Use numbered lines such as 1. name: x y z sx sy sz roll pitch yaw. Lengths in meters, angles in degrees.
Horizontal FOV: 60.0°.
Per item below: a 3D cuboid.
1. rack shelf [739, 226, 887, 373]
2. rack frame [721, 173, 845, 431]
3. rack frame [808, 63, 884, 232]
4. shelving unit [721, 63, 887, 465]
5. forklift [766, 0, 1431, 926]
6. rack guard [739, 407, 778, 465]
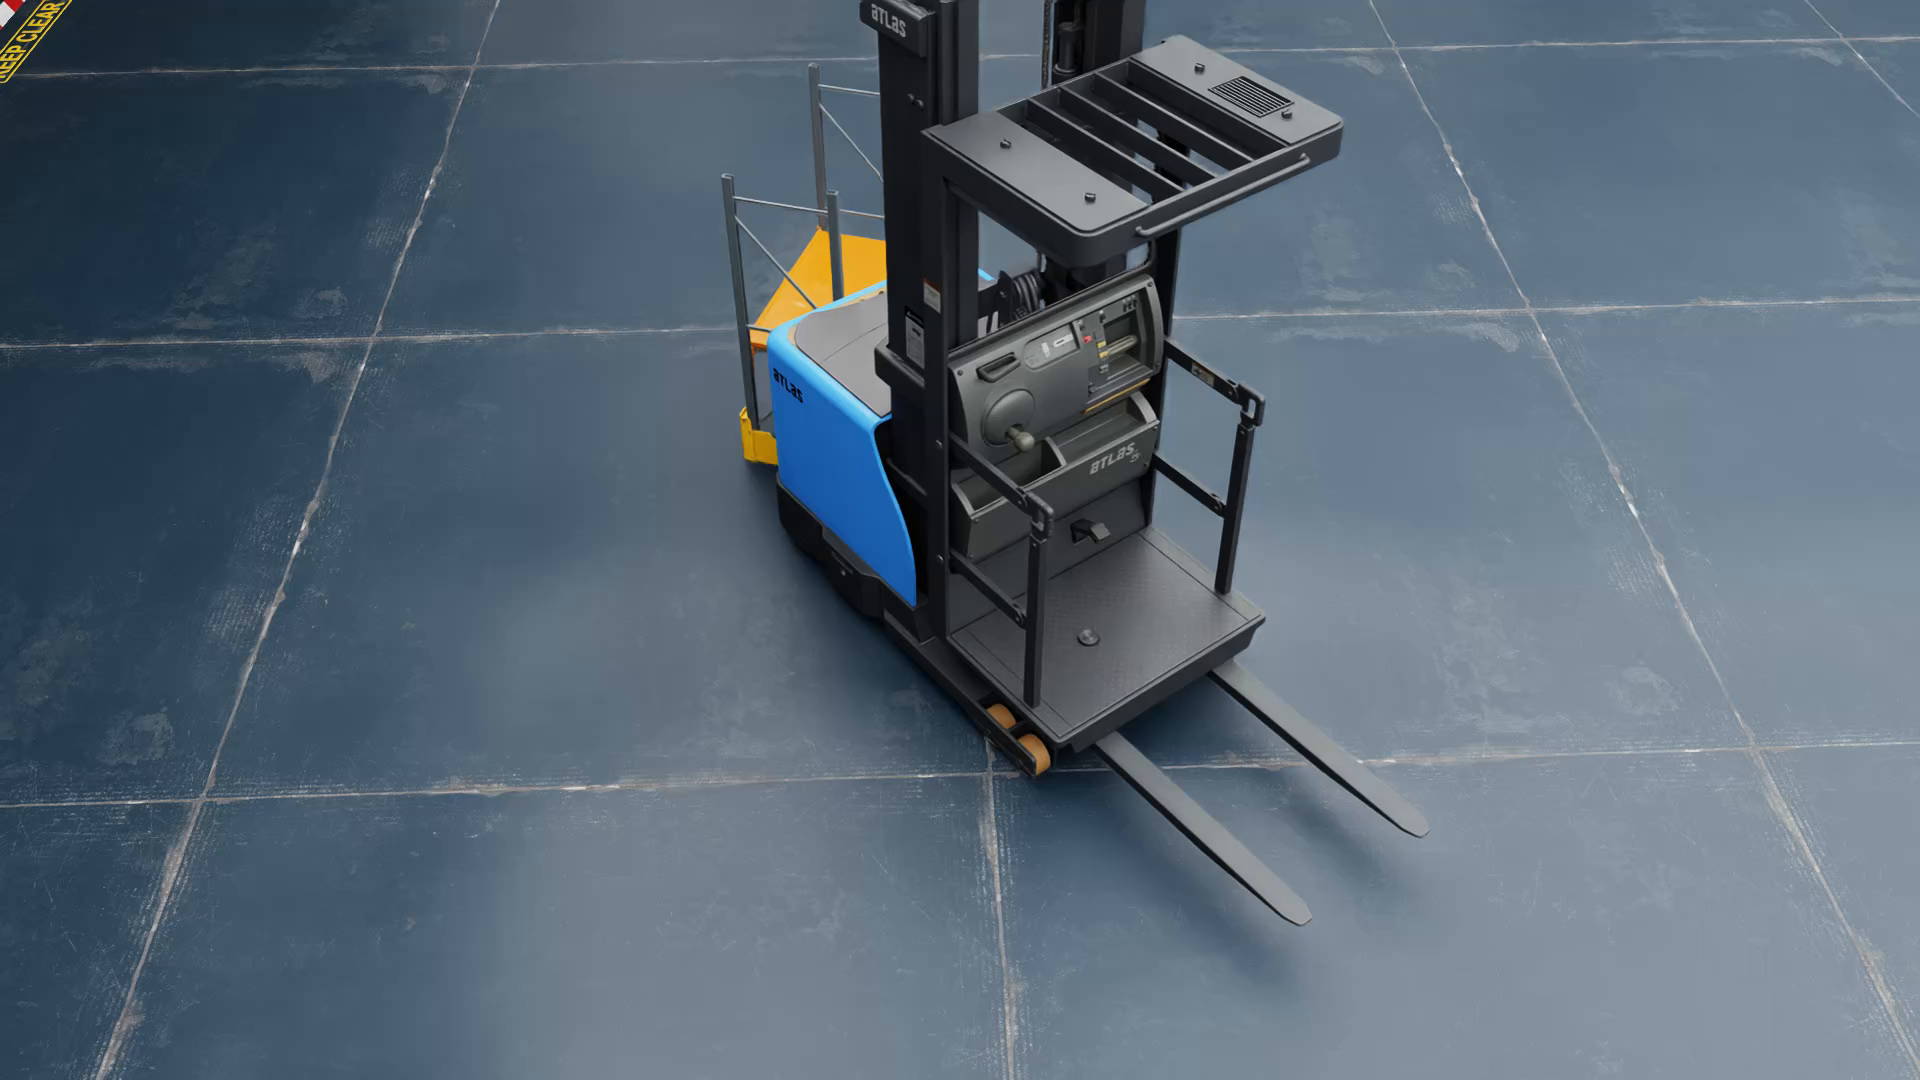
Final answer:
1. rack shelf: -0.588 -1.090 7.746 0.538 0.185 1.000 11 44 12
2. rack frame: -0.733 -0.894 7.265 0.500 1.500 0.032 11 44 12
3. rack frame: -0.443 -1.552 7.983 0.500 1.500 0.032 11 44 12
4. shelving unit: -0.585 -1.229 7.630 0.587 1.500 1.083 11 44 12
5. forklift: 0.495 -0.552 5.833 1.130 2.935 3.031 -28 49 -27
6. rack guard: -0.728 -0.446 7.701 0.587 0.250 0.087 11 44 12
